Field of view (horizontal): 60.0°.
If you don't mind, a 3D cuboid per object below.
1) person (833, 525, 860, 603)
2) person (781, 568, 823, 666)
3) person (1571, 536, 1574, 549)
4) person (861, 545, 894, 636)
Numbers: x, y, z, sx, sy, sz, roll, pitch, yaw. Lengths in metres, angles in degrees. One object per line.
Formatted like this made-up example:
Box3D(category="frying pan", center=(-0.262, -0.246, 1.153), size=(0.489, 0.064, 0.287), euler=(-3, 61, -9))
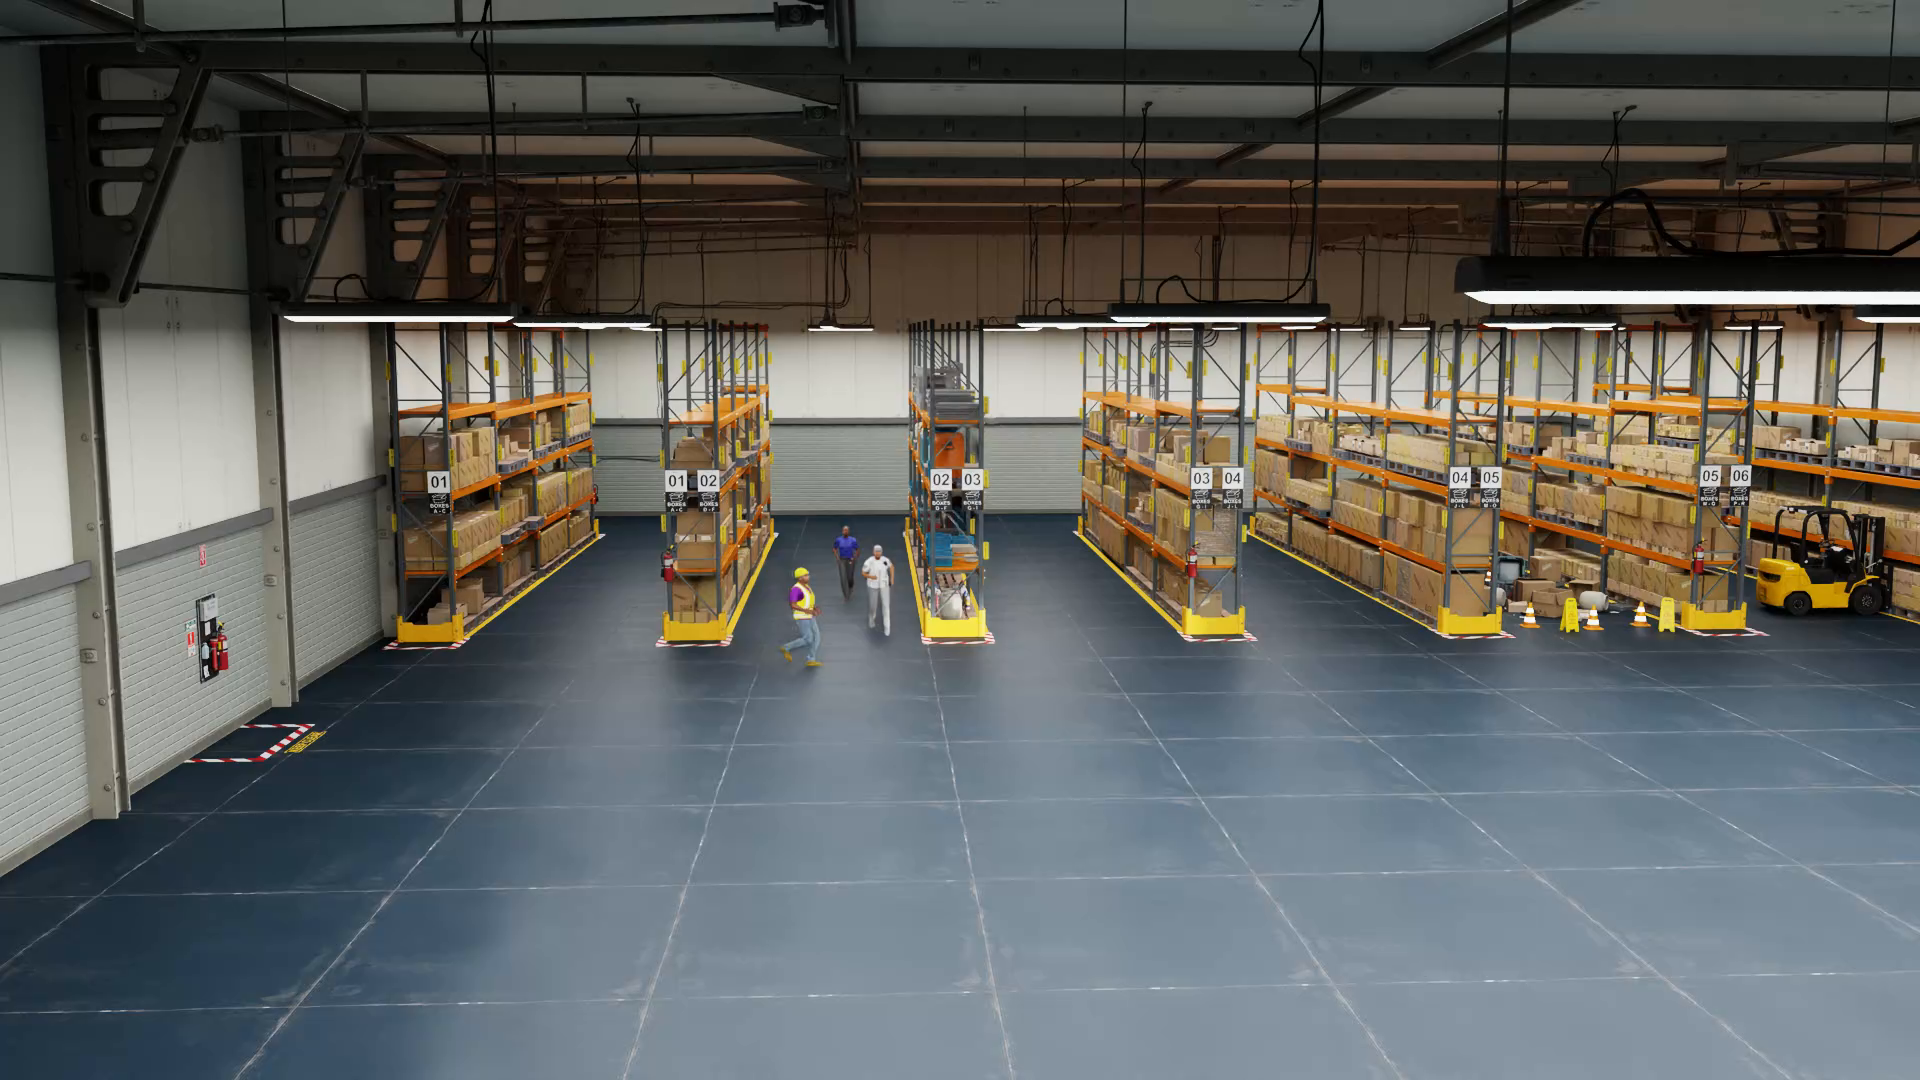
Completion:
Box3D(category="person", center=(-2.453, 0.505, 35.888), size=(0.590, 1.620, 0.743), euler=(0, 7, -3))
Box3D(category="person", center=(-2.716, 1.331, 28.706), size=(0.713, 1.722, 0.707), euler=(2, 7, 16))
Box3D(category="person", center=(15.879, -0.508, 43.382), size=(0.659, 1.744, 0.578), euler=(-1, 7, -9))
Box3D(category="person", center=(-1.580, 0.933, 32.075), size=(0.647, 1.701, 0.890), euler=(-1, 7, -9))
